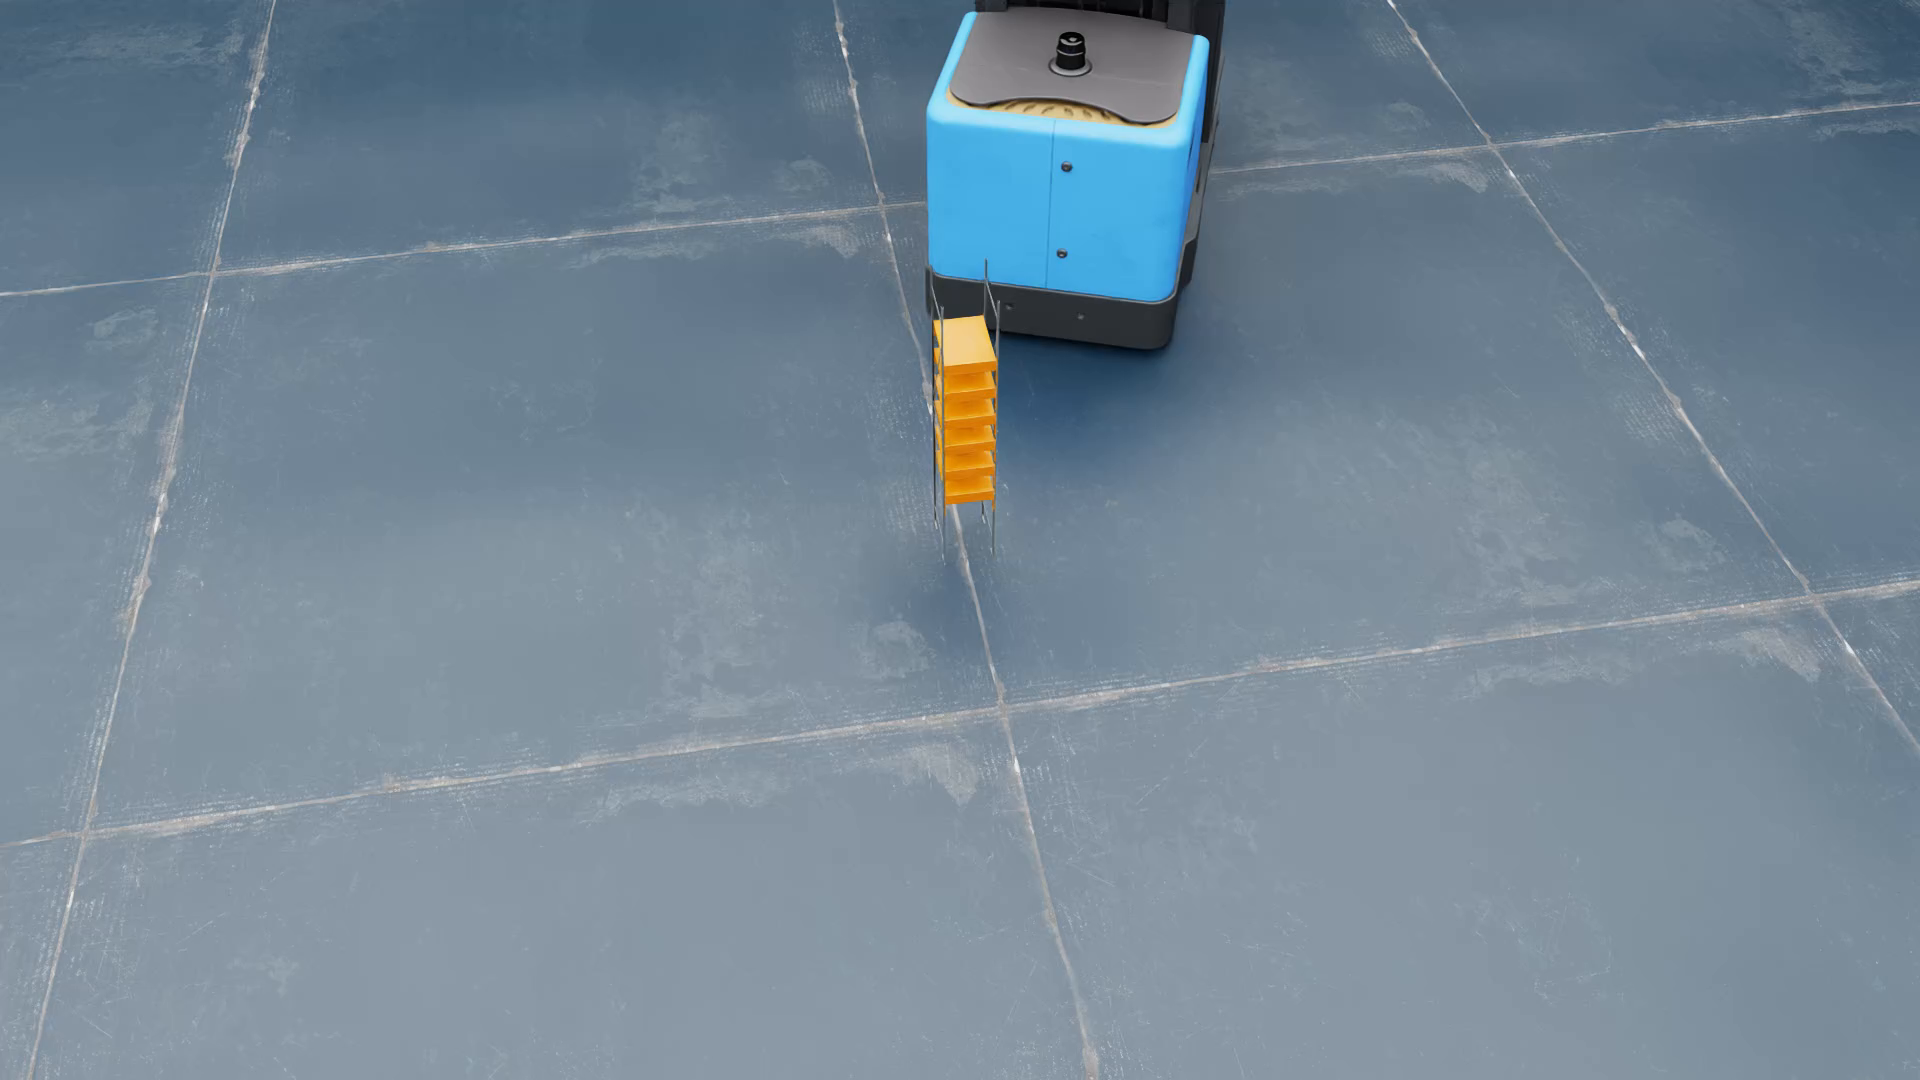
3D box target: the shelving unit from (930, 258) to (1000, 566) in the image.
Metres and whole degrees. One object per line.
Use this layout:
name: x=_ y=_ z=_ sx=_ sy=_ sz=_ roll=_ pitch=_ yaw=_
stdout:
shelving unit: x=0.014 y=-0.418 z=5.820 sx=0.189 sy=1.200 sz=0.258 roll=-7 pitch=46 yaw=-7

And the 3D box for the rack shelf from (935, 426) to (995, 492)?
rack shelf: x=0.014 y=-0.304 z=5.938 sx=0.180 sy=0.103 sz=0.258 roll=-7 pitch=46 yaw=-7

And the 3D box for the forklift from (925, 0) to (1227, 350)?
forklift: x=0.657 y=-2.889 z=6.998 sx=1.130 sy=2.935 sz=3.031 roll=8 pitch=47 yaw=8

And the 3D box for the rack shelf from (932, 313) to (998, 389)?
rack shelf: x=0.014 y=-0.637 z=5.592 sx=0.180 sy=0.103 sz=0.258 roll=-7 pitch=46 yaw=-7

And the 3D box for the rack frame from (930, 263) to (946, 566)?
rack frame: x=-0.076 y=-0.407 z=5.809 sx=0.006 sy=1.200 sz=0.240 roll=-7 pitch=46 yaw=-7

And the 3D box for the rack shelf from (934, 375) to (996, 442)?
rack shelf: x=0.014 y=-0.471 z=5.765 sx=0.180 sy=0.103 sz=0.258 roll=-7 pitch=46 yaw=-7

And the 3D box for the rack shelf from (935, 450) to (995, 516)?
rack shelf: x=0.014 y=-0.221 z=6.024 sx=0.180 sy=0.103 sz=0.258 roll=-7 pitch=46 yaw=-7

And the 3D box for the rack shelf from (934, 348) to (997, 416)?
rack shelf: x=0.014 y=-0.554 z=5.679 sx=0.180 sy=0.103 sz=0.258 roll=-7 pitch=46 yaw=-7

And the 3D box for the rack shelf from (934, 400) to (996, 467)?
rack shelf: x=0.014 y=-0.387 z=5.852 sx=0.180 sy=0.103 sz=0.258 roll=-7 pitch=46 yaw=-7

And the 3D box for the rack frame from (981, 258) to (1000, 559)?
rack frame: x=0.104 y=-0.429 z=5.830 sx=0.006 sy=1.200 sz=0.240 roll=-7 pitch=46 yaw=-7
